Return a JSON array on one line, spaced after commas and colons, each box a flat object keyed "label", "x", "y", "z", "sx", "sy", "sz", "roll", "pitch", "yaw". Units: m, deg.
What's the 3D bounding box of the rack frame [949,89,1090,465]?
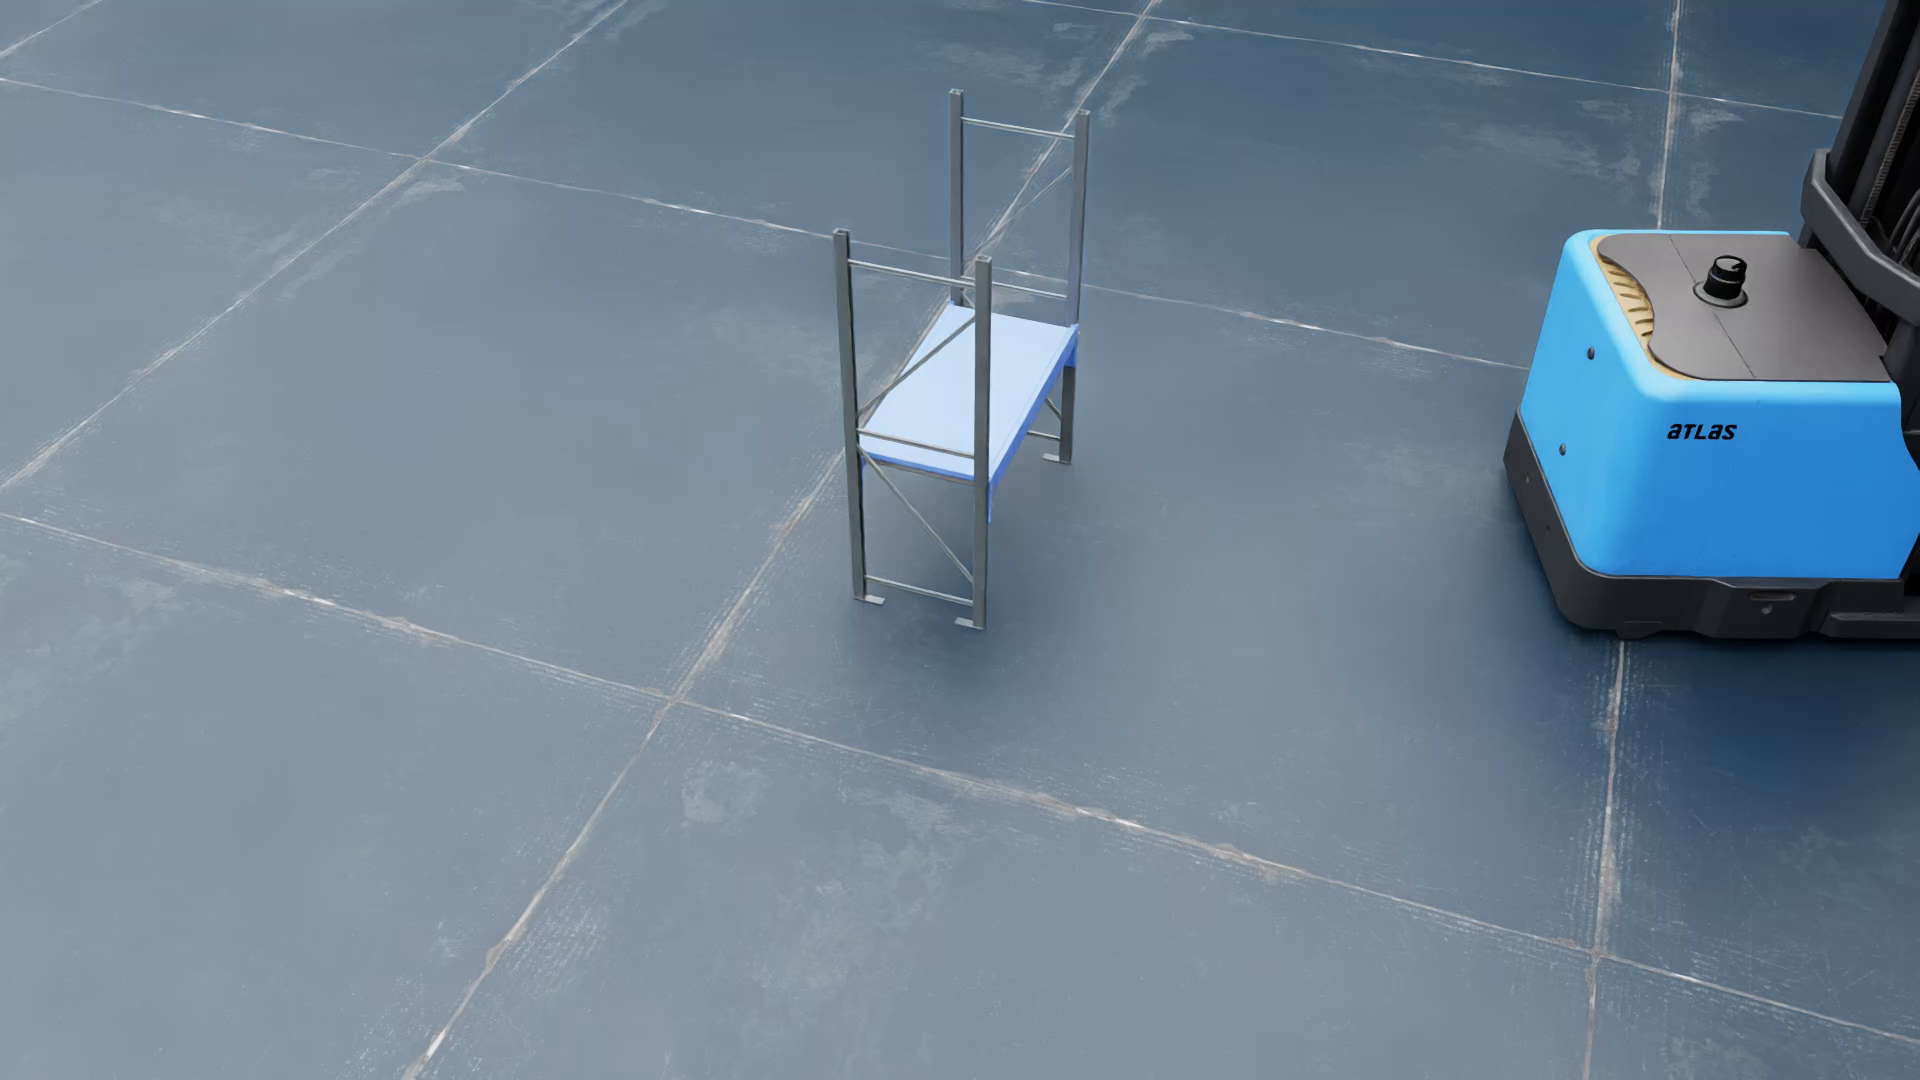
[{"label": "rack frame", "x": 0.203, "y": -0.933, "z": 6.188, "sx": 0.500, "sy": 1.500, "sz": 0.032, "roll": 13, "pitch": 42, "yaw": 15}]

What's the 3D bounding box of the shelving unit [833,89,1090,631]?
[{"label": "shelving unit", "x": 0.029, "y": -0.623, "z": 5.824, "sx": 0.538, "sy": 1.500, "sz": 1.048, "roll": 13, "pitch": 42, "yaw": 15}]

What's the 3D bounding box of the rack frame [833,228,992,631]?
[{"label": "rack frame", "x": -0.145, "y": -0.313, "z": 5.461, "sx": 0.500, "sy": 1.500, "sz": 0.032, "roll": 13, "pitch": 42, "yaw": 15}]

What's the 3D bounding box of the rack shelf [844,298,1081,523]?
[{"label": "rack shelf", "x": 0.029, "y": -0.486, "z": 5.941, "sx": 0.538, "sy": 0.185, "sz": 1.000, "roll": 13, "pitch": 42, "yaw": 15}]

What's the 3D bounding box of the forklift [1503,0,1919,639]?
[{"label": "forklift", "x": 3.630, "y": -1.073, "z": 5.250, "sx": 3.031, "sy": 2.935, "sz": 1.130, "roll": 1, "pitch": 40, "yaw": 1}]
